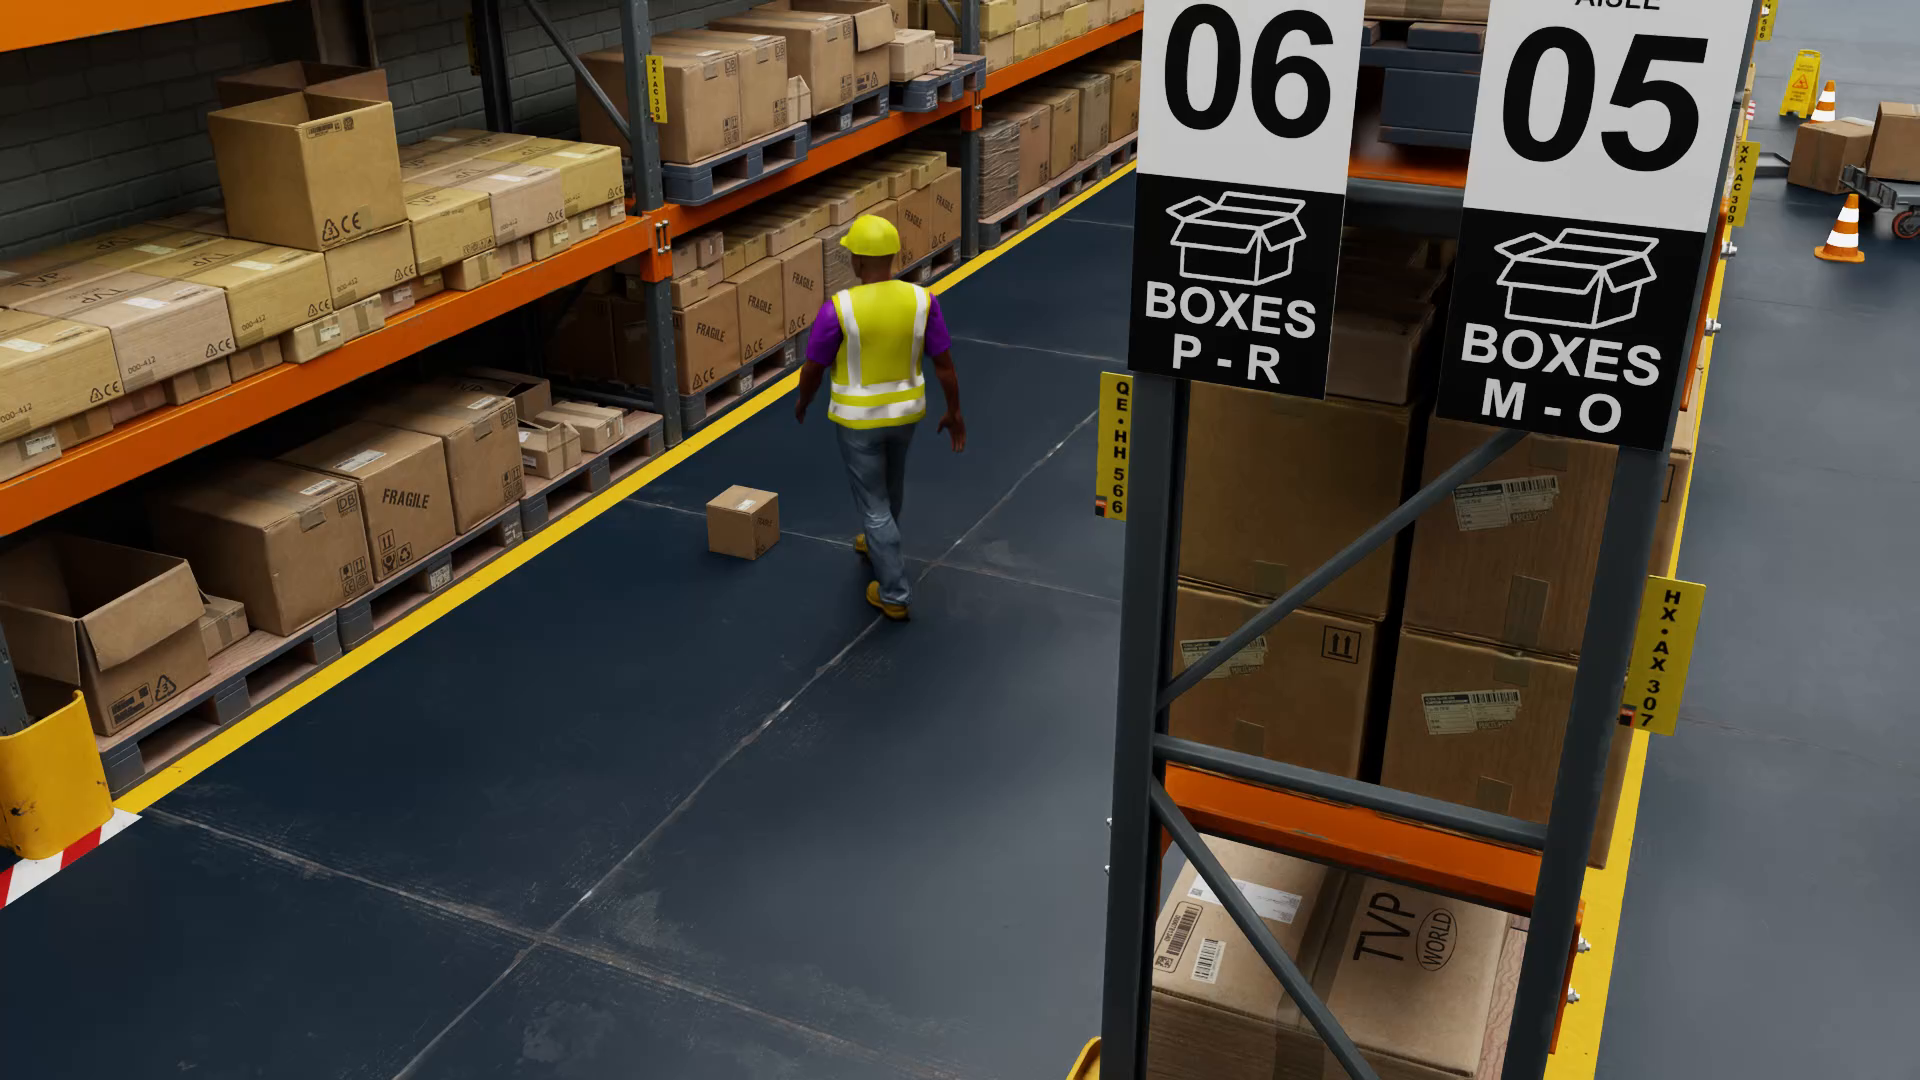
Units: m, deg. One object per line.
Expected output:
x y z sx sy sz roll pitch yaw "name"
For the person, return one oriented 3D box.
-0.393 -0.596 7.300 0.678 1.738 0.842 -12 28 -23 "person"
